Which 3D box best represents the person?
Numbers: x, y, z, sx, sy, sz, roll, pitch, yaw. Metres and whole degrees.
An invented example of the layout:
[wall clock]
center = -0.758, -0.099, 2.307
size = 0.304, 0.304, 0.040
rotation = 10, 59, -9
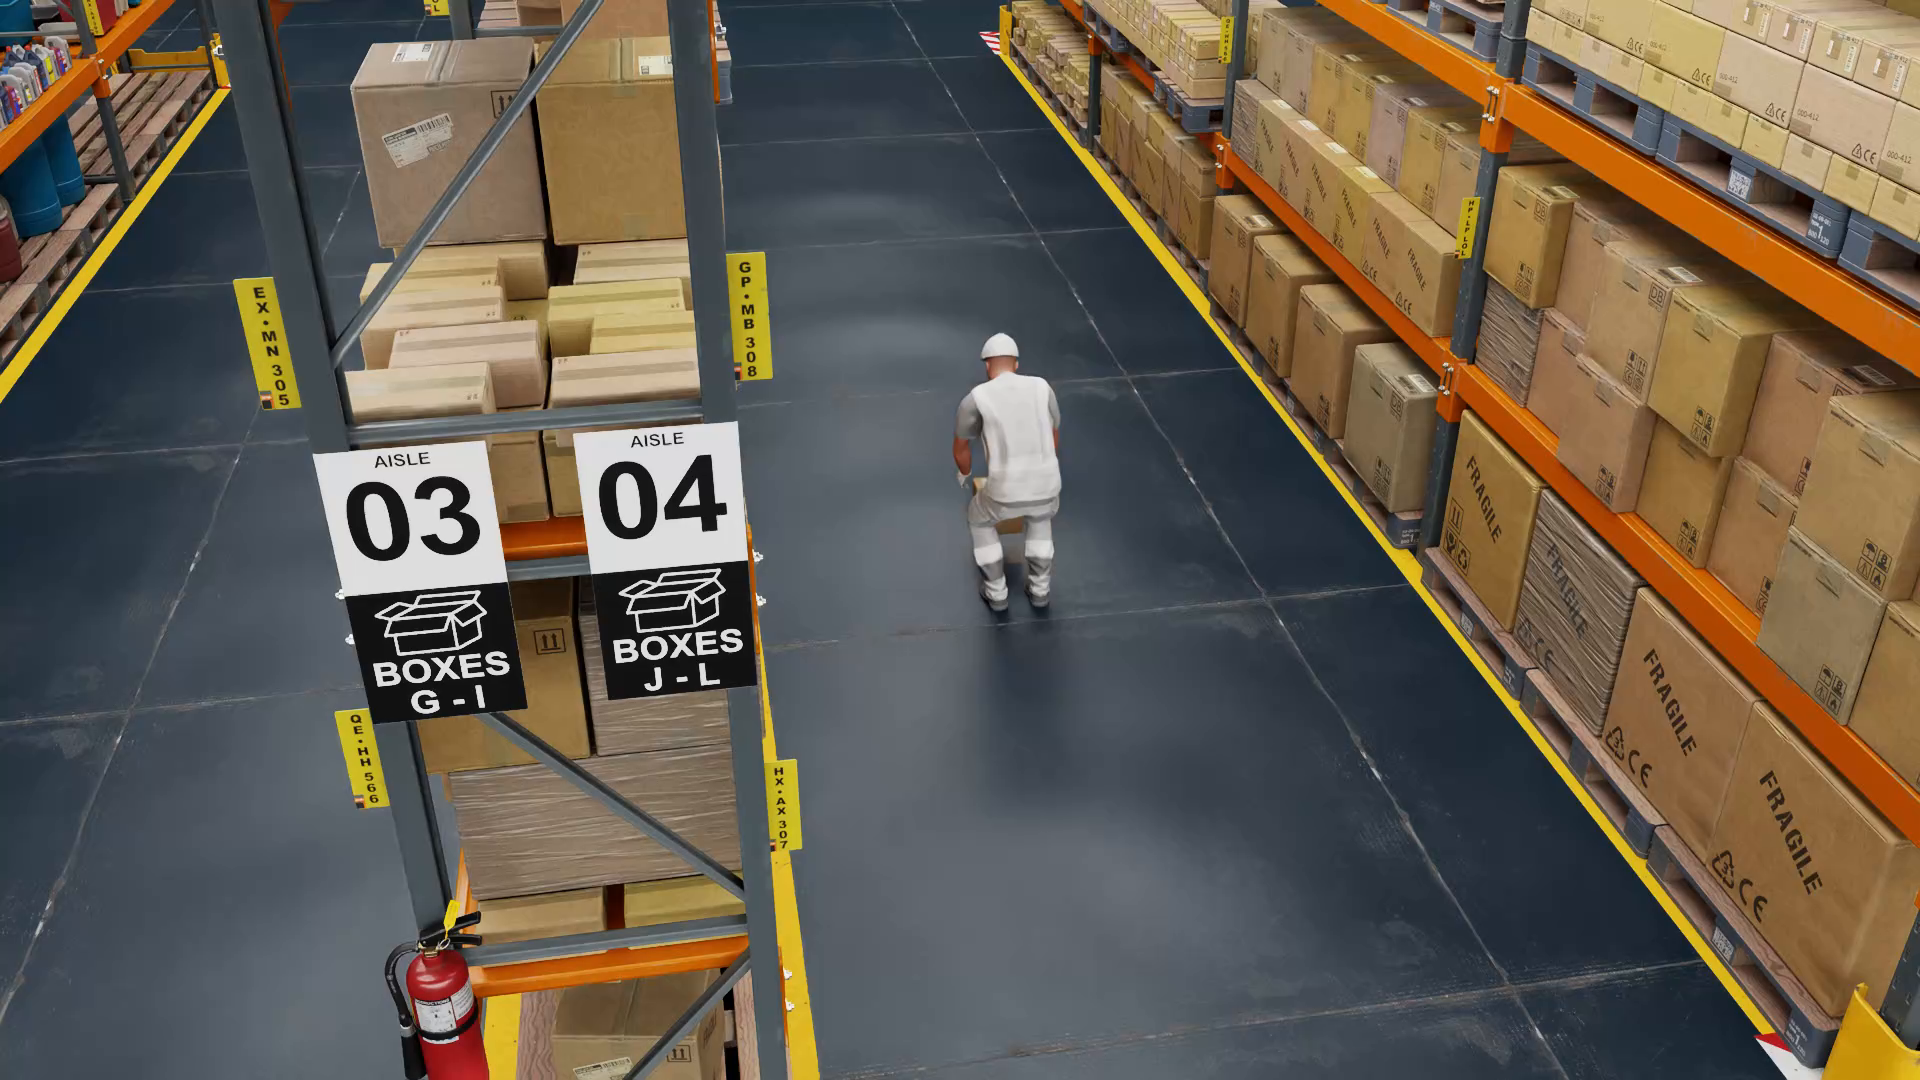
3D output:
[person]
center = 0.258, -0.340, 9.008
size = 0.582, 1.472, 0.730
rotation = -5, 31, -9
